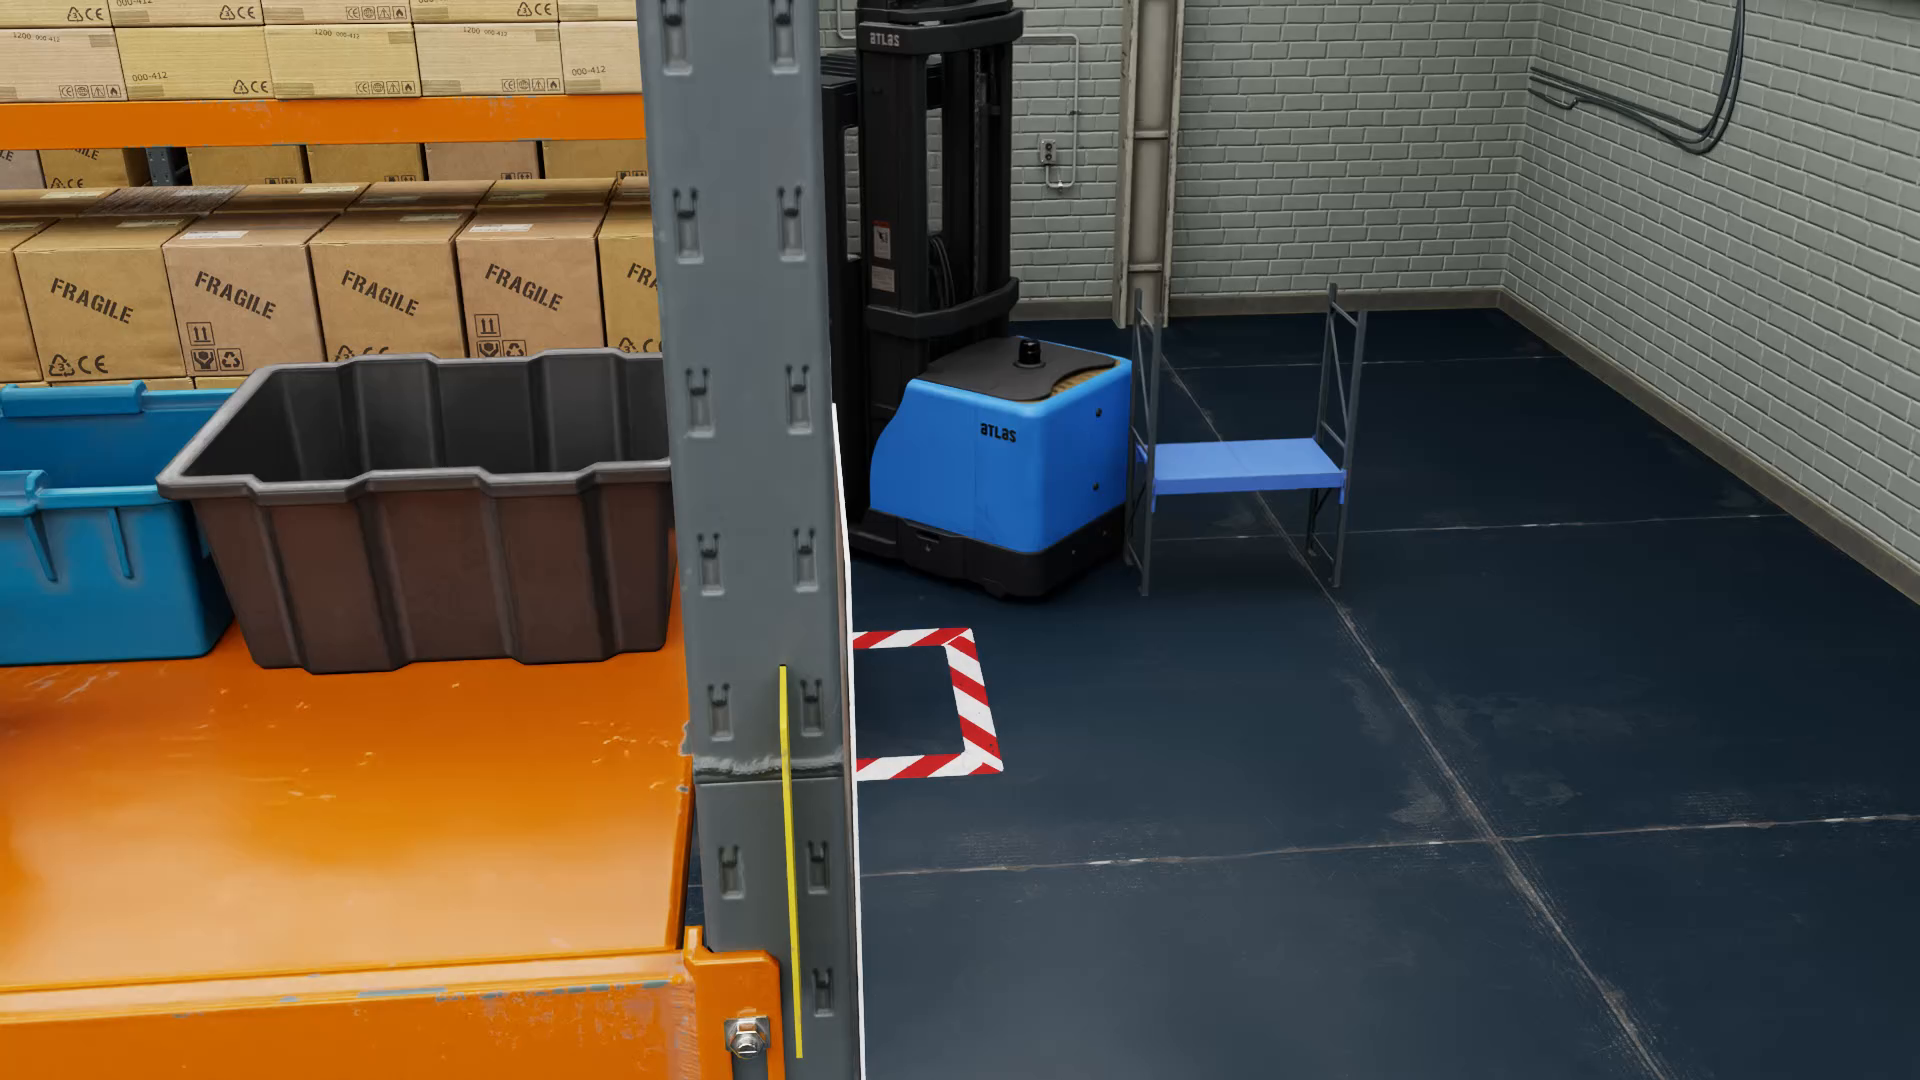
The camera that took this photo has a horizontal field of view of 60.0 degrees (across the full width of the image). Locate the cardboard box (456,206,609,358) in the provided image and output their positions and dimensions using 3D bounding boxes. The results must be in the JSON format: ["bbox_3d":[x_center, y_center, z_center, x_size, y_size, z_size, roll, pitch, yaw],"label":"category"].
[{"bbox_3d":[-1.612,-0.983,6.415,0.500,0.500,0.500,-2,24,-4],"label":"cardboard box"}]

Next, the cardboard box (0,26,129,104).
[{"bbox_3d":[-3.170,-1.730,5.940,0.500,0.250,0.500,-2,24,-5],"label":"cardboard box"}]

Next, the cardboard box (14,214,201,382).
[{"bbox_3d":[-3.153,-0.919,6.271,0.500,0.500,0.500,-3,24,-7],"label":"cardboard box"}]

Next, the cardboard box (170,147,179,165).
[{"bbox_3d":[-5.647,-2.747,11.223,0.500,0.500,0.500,-3,24,-7],"label":"cardboard box"}]

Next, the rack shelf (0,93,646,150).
[{"bbox_3d":[-2.684,-1.592,6.332,4.000,0.370,1.077,-2,24,-5],"label":"rack shelf"}]

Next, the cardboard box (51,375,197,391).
[{"bbox_3d":[-3.133,-0.467,6.485,0.500,0.500,0.500,-2,24,-5],"label":"cardboard box"}]

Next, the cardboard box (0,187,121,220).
[{"bbox_3d":[-3.687,-1.120,6.722,0.500,0.500,0.500,-3,24,-6],"label":"cardboard box"}]

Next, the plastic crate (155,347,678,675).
[{"bbox_3d":[-0.621,-0.036,2.106,0.590,0.269,0.497,-2,24,-5],"label":"plastic crate"}]

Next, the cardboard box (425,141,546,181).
[{"bbox_3d":[-3.173,-2.685,11.228,0.700,0.700,0.980,-3,24,-8],"label":"cardboard box"}]

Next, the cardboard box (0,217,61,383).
[{"bbox_3d":[-3.664,-0.899,6.225,0.500,0.500,0.500,-3,24,-7],"label":"cardboard box"}]

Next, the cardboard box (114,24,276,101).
[{"bbox_3d":[-2.673,-1.751,5.988,0.500,0.250,0.500,-2,24,-5],"label":"cardboard box"}]

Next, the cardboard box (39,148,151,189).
[{"bbox_3d":[-5.599,-2.543,10.765,0.500,0.500,0.500,-3,24,-6],"label":"cardboard box"}]

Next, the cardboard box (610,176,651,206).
[{"bbox_3d":[-1.161,-1.222,6.951,0.500,0.500,0.500,-2,24,-4],"label":"cardboard box"}]

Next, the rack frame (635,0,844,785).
[{"bbox_3d":[-0.210,-1.369,1.252,0.127,3.000,1.000,-2,24,-5],"label":"rack frame"}]

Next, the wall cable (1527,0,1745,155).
[{"bbox_3d":[4.480,-4.036,11.074,0.112,2.526,3.097,-2,24,-5],"label":"wall cable"}]

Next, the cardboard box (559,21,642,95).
[{"bbox_3d":[-1.179,-1.805,6.110,0.500,0.250,0.500,-2,24,-5],"label":"cardboard box"}]

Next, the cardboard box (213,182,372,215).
[{"bbox_3d":[-2.684,-1.159,6.811,0.500,0.500,0.500,-3,24,-6],"label":"cardboard box"}]

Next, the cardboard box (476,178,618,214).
[{"bbox_3d":[-1.681,-1.198,6.898,0.500,0.500,0.500,-2,24,-5],"label":"cardboard box"}]

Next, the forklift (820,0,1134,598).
[{"bbox_3d":[-0.539,-1.504,9.025,3.031,2.935,1.130,17,29,33],"label":"forklift"}]

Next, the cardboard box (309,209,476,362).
[{"bbox_3d":[-2.128,-0.961,6.364,0.500,0.500,0.500,-2,24,-4],"label":"cardboard box"}]

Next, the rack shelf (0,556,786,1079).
[{"bbox_3d":[-2.201,0.410,1.827,4.000,0.370,1.077,-2,24,-5],"label":"rack shelf"}]

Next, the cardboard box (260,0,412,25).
[{"bbox_3d":[-2.175,-1.999,5.930,0.500,0.250,0.500,-2,24,-5],"label":"cardboard box"}]

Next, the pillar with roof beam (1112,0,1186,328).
[{"bbox_3d":[1.841,-4.091,7.375,0.400,9.000,9.100,-2,24,-5],"label":"pillar with roof beam"}]

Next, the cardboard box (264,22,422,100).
[{"bbox_3d":[-2.174,-1.765,6.018,0.500,0.250,0.500,-2,24,-5],"label":"cardboard box"}]

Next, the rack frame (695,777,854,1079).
[{"bbox_3d":[-0.210,1.372,2.470,0.127,3.000,1.000,-2,24,-5],"label":"rack frame"}]

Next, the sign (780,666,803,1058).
[{"bbox_3d":[-0.140,0.271,1.383,0.005,0.325,0.100,-2,24,-5],"label":"sign"}]

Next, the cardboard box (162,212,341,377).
[{"bbox_3d":[-2.639,-0.940,6.318,0.500,0.500,0.500,-2,24,-4],"label":"cardboard box"}]

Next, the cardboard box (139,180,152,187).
[{"bbox_3d":[-5.473,-2.239,10.879,0.250,0.149,0.380,-2,24,-5],"label":"cardboard box"}]

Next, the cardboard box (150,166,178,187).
[{"bbox_3d":[-5.518,-2.434,11.317,0.250,0.149,0.380,-3,24,-7],"label":"cardboard box"}]

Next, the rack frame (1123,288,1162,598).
[{"bbox_3d":[0.928,-0.490,8.505,0.032,1.500,0.500,-3,24,-6],"label":"rack frame"}]

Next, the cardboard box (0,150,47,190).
[{"bbox_3d":[-6.106,-2.519,10.710,0.500,0.500,0.500,-2,24,-5],"label":"cardboard box"}]

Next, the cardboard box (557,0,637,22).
[{"bbox_3d":[-1.180,-2.037,6.017,0.500,0.250,0.500,-2,24,-5],"label":"cardboard box"}]

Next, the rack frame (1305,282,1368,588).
[{"bbox_3d":[1.938,-0.535,8.608,0.032,1.500,0.500,-3,24,-6],"label":"rack frame"}]

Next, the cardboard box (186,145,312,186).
[{"bbox_3d":[-4.623,-2.625,11.093,0.700,0.700,0.980,-2,24,-4],"label":"cardboard box"}]

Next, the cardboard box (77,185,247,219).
[{"bbox_3d":[-3.185,-1.140,6.767,0.500,0.500,0.500,-2,24,-5],"label":"cardboard box"}]

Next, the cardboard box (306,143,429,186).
[{"bbox_3d":[-3.896,-2.652,11.154,0.700,0.700,0.980,-3,24,-6],"label":"cardboard box"}]

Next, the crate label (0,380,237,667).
[{"bbox_3d":[-1.160,-0.024,2.102,0.502,0.251,0.408,-2,24,-5],"label":"crate label"}]

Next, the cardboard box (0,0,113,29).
[{"bbox_3d":[-3.170,-1.956,5.834,0.500,0.250,0.500,-2,24,-5],"label":"cardboard box"}]

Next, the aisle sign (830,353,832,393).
[{"bbox_3d":[-0.168,0.061,2.219,0.004,0.787,0.394,-2,24,-5],"label":"aisle sign"}]

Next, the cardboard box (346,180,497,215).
[{"bbox_3d":[-2.179,-1.180,6.857,0.500,0.500,0.500,-2,24,-4],"label":"cardboard box"}]

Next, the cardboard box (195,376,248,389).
[{"bbox_3d":[-2.627,-0.488,6.532,0.500,0.500,0.500,-3,24,-6],"label":"cardboard box"}]

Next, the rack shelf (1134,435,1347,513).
[{"bbox_3d":[1.433,-0.348,8.630,1.000,0.185,0.538,-3,24,-6],"label":"rack shelf"}]

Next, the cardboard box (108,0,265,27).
[{"bbox_3d":[-2.672,-1.976,5.879,0.500,0.250,0.500,-2,24,-5],"label":"cardboard box"}]

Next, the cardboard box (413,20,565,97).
[{"bbox_3d":[-1.678,-1.790,6.075,0.500,0.250,0.500,-2,24,-5],"label":"cardboard box"}]

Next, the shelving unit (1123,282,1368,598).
[{"bbox_3d":[1.433,-0.513,8.557,1.048,1.500,0.538,-3,24,-6],"label":"shelving unit"}]

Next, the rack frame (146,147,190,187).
[{"bbox_3d":[-5.165,-2.473,11.120,0.127,3.000,1.000,-2,24,-5],"label":"rack frame"}]

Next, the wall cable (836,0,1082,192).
[{"bbox_3d":[-0.003,-3.530,12.248,1.851,1.984,0.084,-2,24,-5],"label":"wall cable"}]

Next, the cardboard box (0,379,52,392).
[{"bbox_3d":[-3.631,-0.448,6.442,0.500,0.500,0.500,-2,24,-4],"label":"cardboard box"}]

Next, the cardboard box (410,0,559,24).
[{"bbox_3d":[-1.677,-2.017,5.971,0.500,0.250,0.500,-2,24,-5],"label":"cardboard box"}]

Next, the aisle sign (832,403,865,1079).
[{"bbox_3d":[-0.110,0.300,1.682,0.004,0.787,0.394,-2,24,-5],"label":"aisle sign"}]

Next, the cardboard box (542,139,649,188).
[{"bbox_3d":[-2.414,-2.711,11.288,0.700,0.700,0.980,-2,24,-6],"label":"cardboard box"}]

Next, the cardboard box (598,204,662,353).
[{"bbox_3d":[-1.109,-1.004,6.461,0.500,0.500,0.500,-3,24,-6],"label":"cardboard box"}]
